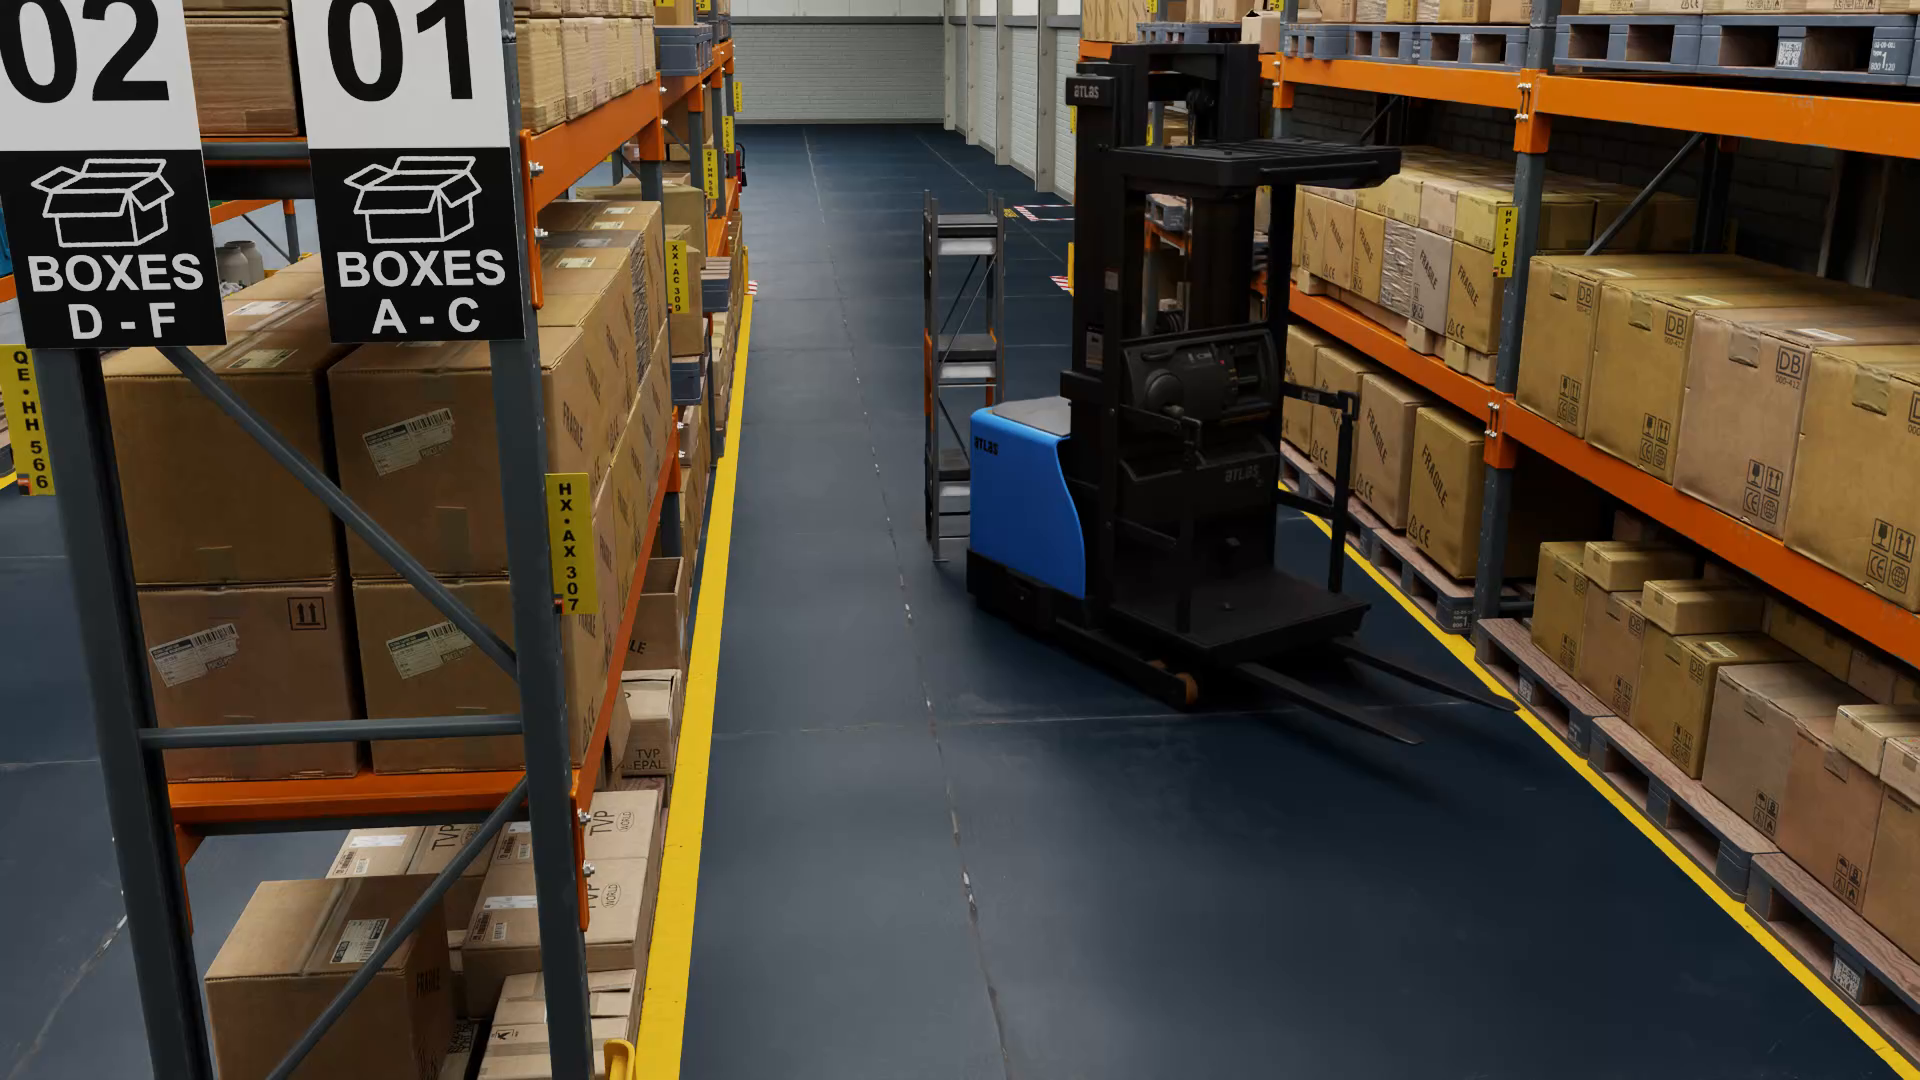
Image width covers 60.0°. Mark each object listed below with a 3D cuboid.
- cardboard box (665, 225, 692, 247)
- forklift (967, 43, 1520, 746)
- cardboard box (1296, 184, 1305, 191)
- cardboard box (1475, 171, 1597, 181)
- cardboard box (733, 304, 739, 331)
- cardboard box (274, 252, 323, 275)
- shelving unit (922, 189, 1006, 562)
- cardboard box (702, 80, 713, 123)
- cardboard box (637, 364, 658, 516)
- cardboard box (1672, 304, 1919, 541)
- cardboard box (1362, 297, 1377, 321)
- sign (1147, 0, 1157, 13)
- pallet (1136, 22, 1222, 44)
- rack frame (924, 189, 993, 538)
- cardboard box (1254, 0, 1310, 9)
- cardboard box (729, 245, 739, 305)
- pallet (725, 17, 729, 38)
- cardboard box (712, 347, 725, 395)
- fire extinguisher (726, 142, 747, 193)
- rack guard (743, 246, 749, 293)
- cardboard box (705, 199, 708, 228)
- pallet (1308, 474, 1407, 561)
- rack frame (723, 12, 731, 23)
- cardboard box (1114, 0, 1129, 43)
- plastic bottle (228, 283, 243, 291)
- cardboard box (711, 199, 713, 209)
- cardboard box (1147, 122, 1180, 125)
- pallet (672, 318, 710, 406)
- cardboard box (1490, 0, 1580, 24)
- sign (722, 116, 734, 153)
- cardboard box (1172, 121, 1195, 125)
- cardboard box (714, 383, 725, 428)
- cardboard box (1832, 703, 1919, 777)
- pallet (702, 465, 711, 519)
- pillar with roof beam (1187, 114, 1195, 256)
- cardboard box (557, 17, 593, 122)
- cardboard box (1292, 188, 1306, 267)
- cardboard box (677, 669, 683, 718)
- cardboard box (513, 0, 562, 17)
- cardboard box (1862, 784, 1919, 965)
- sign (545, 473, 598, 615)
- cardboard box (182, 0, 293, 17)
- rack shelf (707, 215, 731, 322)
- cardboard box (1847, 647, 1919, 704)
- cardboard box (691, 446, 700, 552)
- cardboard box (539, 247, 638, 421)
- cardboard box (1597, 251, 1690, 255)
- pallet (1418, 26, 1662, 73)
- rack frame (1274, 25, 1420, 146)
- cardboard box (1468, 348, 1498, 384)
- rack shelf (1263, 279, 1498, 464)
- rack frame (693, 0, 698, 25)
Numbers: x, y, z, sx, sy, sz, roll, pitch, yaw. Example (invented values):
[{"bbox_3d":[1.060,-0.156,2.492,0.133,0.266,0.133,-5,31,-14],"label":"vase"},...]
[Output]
[{"bbox_3d":[-1.777,-1.350,8.603,0.700,0.500,0.500,1,17,3],"label":"cardboard box"},{"bbox_3d":[1.280,-0.782,7.776,1.130,2.935,3.031,-12,21,-32],"label":"forklift"},{"bbox_3d":[2.491,-2.502,11.191,0.500,0.250,0.500,-1,17,-4],"label":"cardboard box"},{"bbox_3d":[3.204,-1.912,9.312,0.500,0.250,0.500,-2,18,-7],"label":"cardboard box"},{"bbox_3d":[-2.388,-2.171,15.973,0.500,0.250,0.500,-2,18,-6],"label":"cardboard box"},{"bbox_3d":[-1.888,-0.666,5.456,0.500,0.500,0.500,-1,17,-4],"label":"cardboard box"},{"bbox_3d":[0.017,-0.952,9.705,0.431,2.100,0.503,-2,18,-6],"label":"shelving unit"},{"bbox_3d":[-2.850,-4.382,16.795,0.700,0.500,0.500,-2,18,-6],"label":"cardboard box"},{"bbox_3d":[-1.400,-0.352,6.122,0.500,0.500,0.500,-1,17,-4],"label":"cardboard box"},{"bbox_3d":[3.304,-0.452,6.110,0.980,0.700,0.700,-3,18,-8],"label":"cardboard box"},{"bbox_3d":[2.670,-1.425,10.094,0.380,0.149,0.250,-2,18,-5],"label":"cardboard box"},{"bbox_3d":[1.746,-4.948,15.058,0.100,0.325,0.005,-2,18,-6],"label":"sign"},{"bbox_3d":[2.242,-4.443,14.628,1.213,0.211,1.003,-2,18,-6],"label":"pallet"},{"bbox_3d":[-0.008,-1.025,9.937,0.400,2.100,0.015,-2,18,-6],"label":"rack frame"},{"bbox_3d":[2.656,-3.976,12.621,0.797,0.503,0.637,1,17,2],"label":"cardboard box"},{"bbox_3d":[-2.379,-2.529,15.862,0.500,0.500,0.500,-2,18,-6],"label":"cardboard box"},{"bbox_3d":[-3.008,-5.504,17.841,1.003,0.211,1.213,-2,18,-6],"label":"pallet"},{"bbox_3d":[-1.992,-1.264,12.150,0.500,0.311,0.500,-1,17,-4],"label":"cardboard box"},{"bbox_3d":[-2.605,-4.339,19.120,0.296,0.674,0.183,-2,18,-6],"label":"fire extinguisher"},{"bbox_3d":[-3.057,-3.141,19.348,1.175,0.500,0.348,-2,18,-6],"label":"rack guard"},{"bbox_3d":[-2.369,-2.814,14.358,0.396,0.266,0.258,-2,18,-7],"label":"cardboard box"},{"bbox_3d":[2.826,-0.167,10.357,1.003,0.211,1.213,-2,18,-6],"label":"pallet"},{"bbox_3d":[-3.055,-7.189,18.052,1.000,3.000,0.127,-2,18,-6],"label":"rack frame"},{"bbox_3d":[1.852,-5.235,16.637,0.500,0.500,0.500,-2,18,-8],"label":"cardboard box"},{"bbox_3d":[-7.358,-2.476,16.867,0.152,0.276,0.135,-2,18,-5],"label":"plastic bottle"},{"bbox_3d":[-2.755,-3.472,16.060,0.700,0.500,0.500,-2,18,-6],"label":"cardboard box"},{"bbox_3d":[1.871,-3.865,16.444,0.500,0.500,0.500,-2,18,-6],"label":"cardboard box"},{"bbox_3d":[-1.791,-0.901,8.360,1.003,0.211,1.213,-2,18,-6],"label":"pallet"},{"bbox_3d":[3.128,-2.860,8.369,0.700,0.500,0.500,-3,18,-9],"label":"cardboard box"},{"bbox_3d":[-2.103,-3.669,15.056,0.100,0.325,0.005,-2,18,-6],"label":"sign"},{"bbox_3d":[2.394,-3.886,16.511,0.500,0.500,0.500,-2,18,-6],"label":"cardboard box"},{"bbox_3d":[-1.992,-0.997,12.234,0.500,0.250,0.500,-2,18,-6],"label":"cardboard box"},{"bbox_3d":[3.129,0.655,5.473,0.380,0.149,0.250,-1,17,-4],"label":"cardboard box"},{"bbox_3d":[-2.190,-0.389,11.064,1.003,0.211,1.213,-2,18,-6],"label":"pallet"},{"bbox_3d":[-1.477,-7.028,17.540,9.100,9.000,0.400,-2,18,-6],"label":"pillar with roof beam"},{"bbox_3d":[-1.243,-1.230,4.328,0.500,0.250,0.500,-2,18,-6],"label":"cardboard box"},{"bbox_3d":[2.493,-2.144,11.301,0.500,0.500,0.500,-1,17,-4],"label":"cardboard box"},{"bbox_3d":[-1.378,0.670,7.061,0.380,0.149,0.250,-2,18,-6],"label":"cardboard box"},{"bbox_3d":[-1.199,-1.319,3.778,0.500,0.250,0.500,-2,18,-6],"label":"cardboard box"},{"bbox_3d":[3.351,1.073,5.224,0.700,0.500,0.500,-2,18,-6],"label":"cardboard box"},{"bbox_3d":[-0.865,0.011,3.691,0.100,0.325,0.005,-2,18,-6],"label":"sign"},{"bbox_3d":[-1.711,-1.303,3.727,0.500,0.250,0.500,-2,18,-6],"label":"cardboard box"},{"bbox_3d":[-2.436,-2.196,13.364,1.077,0.370,4.000,-2,18,-6],"label":"rack shelf"},{"bbox_3d":[3.457,0.493,5.987,0.380,0.149,0.250,-2,17,-5],"label":"cardboard box"},{"bbox_3d":[-1.735,-0.228,9.334,0.500,0.500,0.500,-2,17,-5],"label":"cardboard box"},{"bbox_3d":[-1.349,-0.681,5.502,0.500,0.500,0.500,-2,18,-6],"label":"cardboard box"},{"bbox_3d":[3.313,-1.250,8.452,0.500,0.500,0.500,-2,18,-8],"label":"cardboard box"},{"bbox_3d":[2.966,-2.517,8.498,0.805,0.209,1.217,-2,18,-8],"label":"pallet"},{"bbox_3d":[2.697,-2.097,11.850,1.000,3.000,0.127,-2,18,-6],"label":"rack frame"},{"bbox_3d":[2.793,-0.887,8.381,0.380,0.149,0.250,-2,18,-5],"label":"cardboard box"},{"bbox_3d":[2.904,-1.158,10.059,1.077,0.370,4.000,-2,18,-6],"label":"rack shelf"},{"bbox_3d":[-2.230,-4.805,10.460,1.000,3.000,0.127,-2,18,-6],"label":"rack frame"}]
